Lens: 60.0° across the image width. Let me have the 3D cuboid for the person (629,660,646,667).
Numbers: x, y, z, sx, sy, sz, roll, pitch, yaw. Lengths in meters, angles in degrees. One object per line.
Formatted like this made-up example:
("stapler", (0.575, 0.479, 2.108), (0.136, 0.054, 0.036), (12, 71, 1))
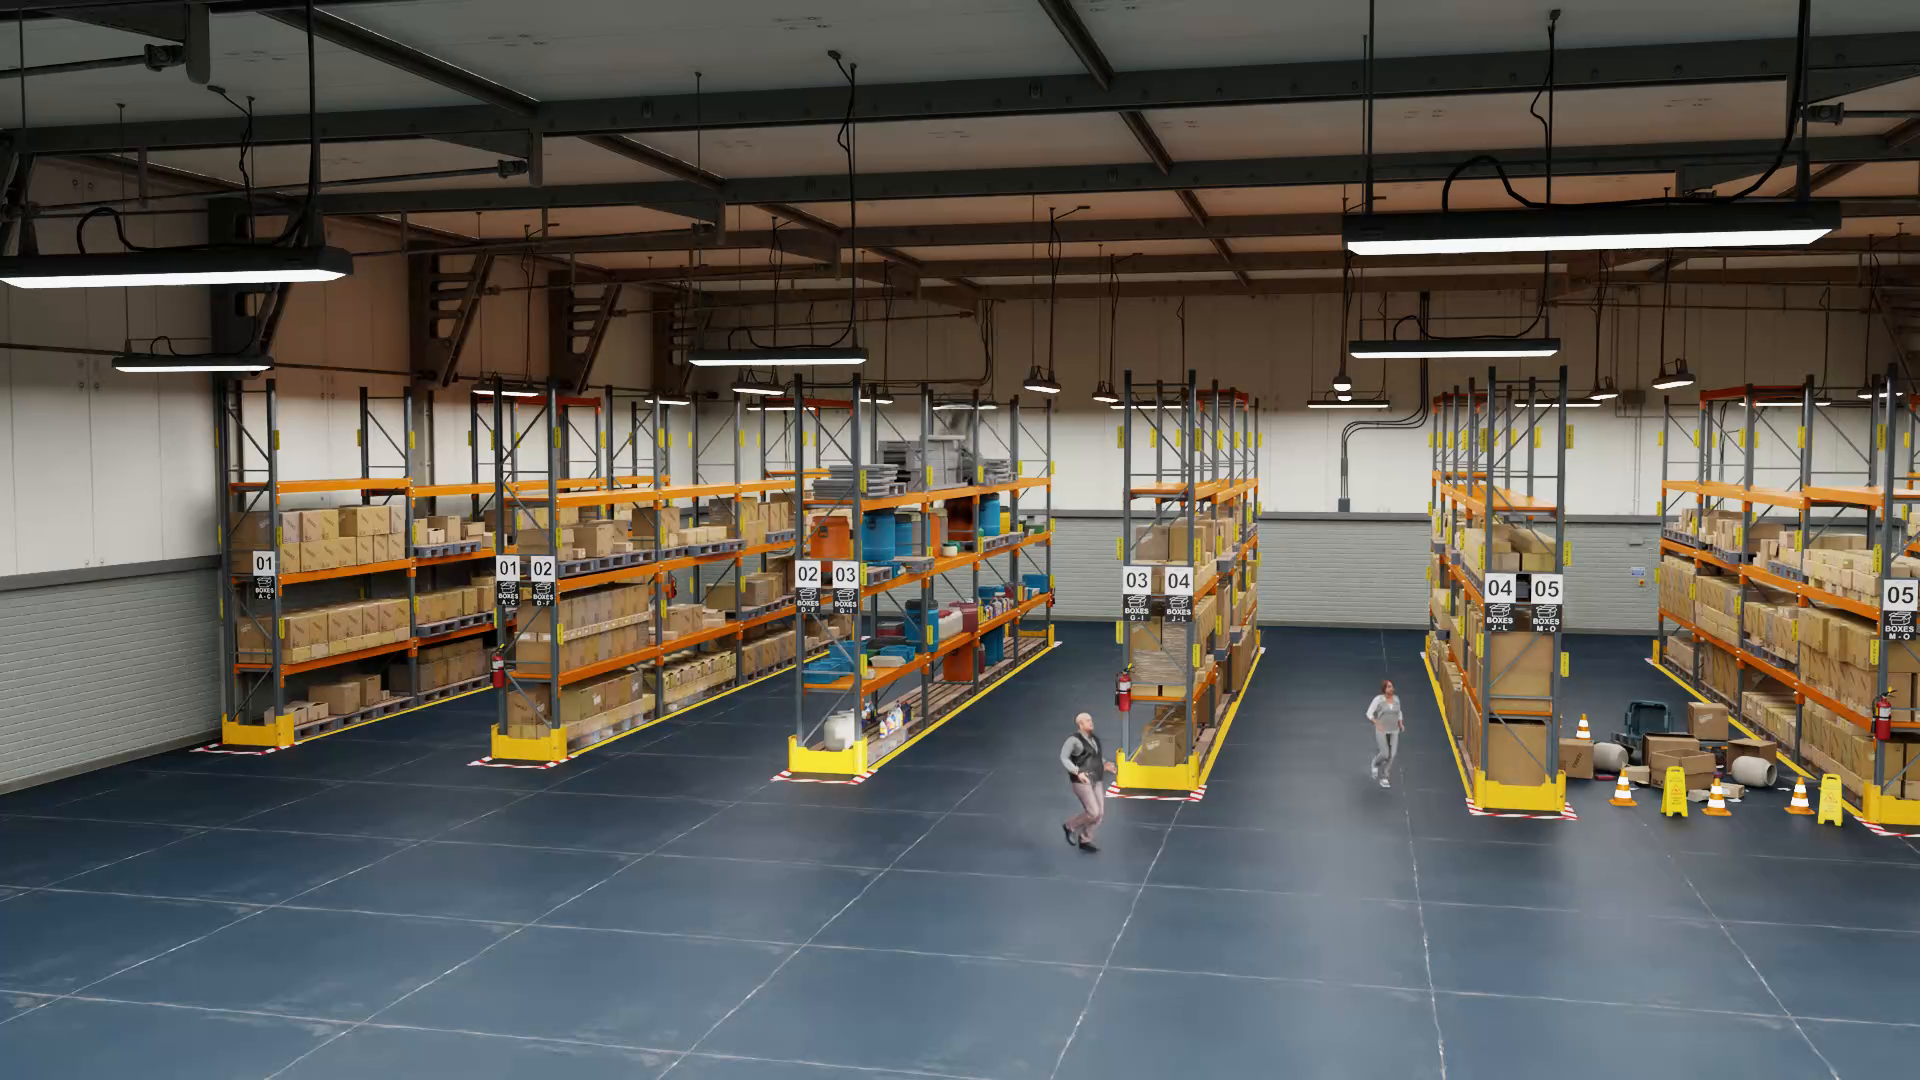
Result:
("person", (-6.810, 2.045, 34.803), (0.659, 1.732, 0.622), (0, 3, 5))

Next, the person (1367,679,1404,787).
("person", (6.155, 2.784, 24.006), (0.523, 1.554, 0.531), (-1, 3, -11))

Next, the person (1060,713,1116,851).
("person", (1.568, 2.946, 20.242), (0.598, 1.674, 0.655), (3, 5, 42))
